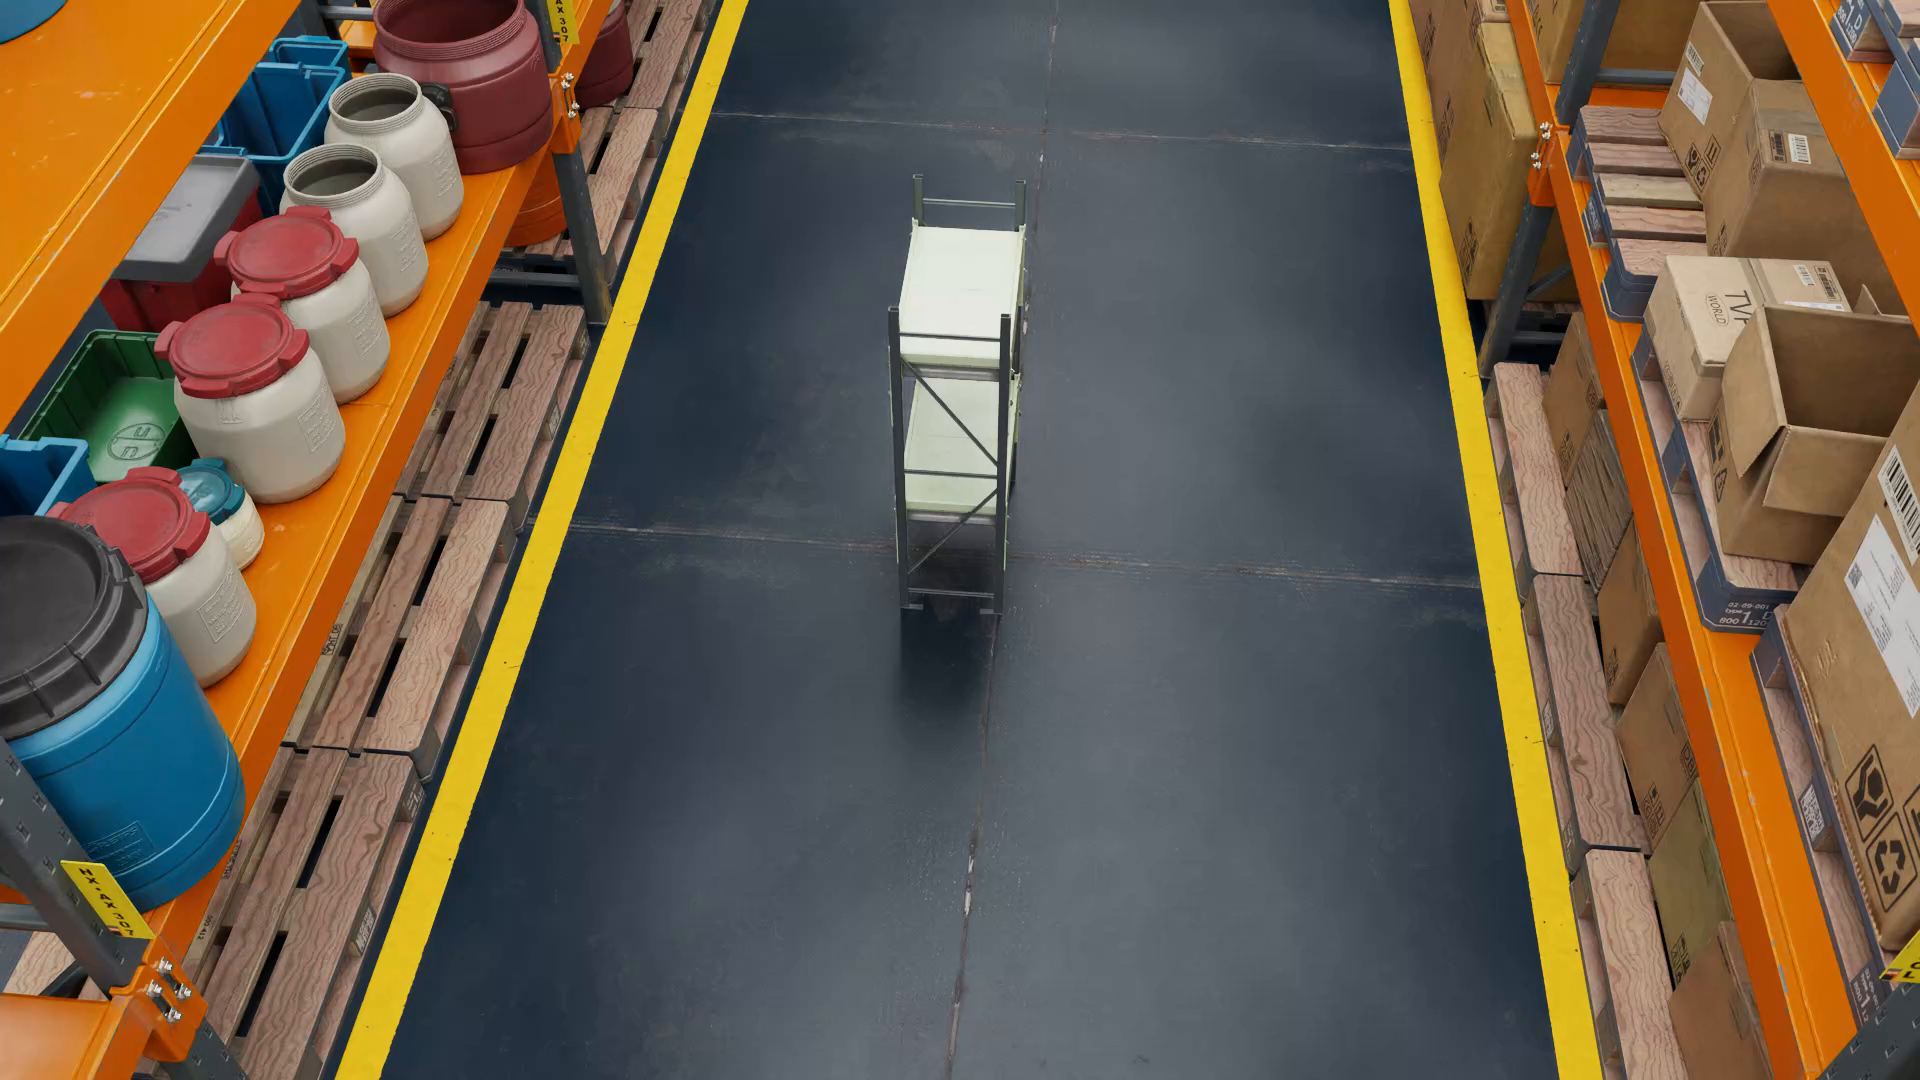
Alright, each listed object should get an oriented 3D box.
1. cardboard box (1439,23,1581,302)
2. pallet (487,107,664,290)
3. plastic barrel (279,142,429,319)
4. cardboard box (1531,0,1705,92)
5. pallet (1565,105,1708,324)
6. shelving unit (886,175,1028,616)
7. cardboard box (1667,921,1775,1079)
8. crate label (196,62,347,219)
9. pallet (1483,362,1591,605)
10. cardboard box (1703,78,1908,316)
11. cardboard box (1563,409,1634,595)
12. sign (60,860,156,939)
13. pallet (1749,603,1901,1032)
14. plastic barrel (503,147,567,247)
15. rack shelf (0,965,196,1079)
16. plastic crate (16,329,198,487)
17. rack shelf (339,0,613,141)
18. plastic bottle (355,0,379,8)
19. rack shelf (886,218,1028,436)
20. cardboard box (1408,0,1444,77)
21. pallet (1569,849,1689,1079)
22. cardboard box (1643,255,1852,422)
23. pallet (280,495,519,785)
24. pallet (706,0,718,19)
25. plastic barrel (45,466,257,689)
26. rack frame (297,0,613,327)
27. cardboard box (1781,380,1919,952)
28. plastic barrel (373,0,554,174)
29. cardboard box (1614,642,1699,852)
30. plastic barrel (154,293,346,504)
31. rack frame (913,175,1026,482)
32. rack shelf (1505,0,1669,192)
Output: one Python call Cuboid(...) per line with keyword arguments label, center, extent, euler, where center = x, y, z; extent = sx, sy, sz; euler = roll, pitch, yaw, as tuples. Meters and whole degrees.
Cuboid(label="cardboard box", center=(2.900, -1.668, 7.398), extent=(1.225, 0.875, 0.875), euler=(2, 48, 2))
Cuboid(label="pallet", center=(-2.086, -1.712, 8.172), extent=(1.003, 0.211, 1.213), euler=(4, 48, 4))
Cuboid(label="plastic barrel", center=(-2.035, -1.028, 5.582), extent=(0.421, 0.512, 0.421), euler=(0, 48, 0))
Cuboid(label="cardboard box", center=(2.615, -2.150, 6.616), extent=(0.500, 0.500, 0.500), euler=(5, 48, 5))
Cuboid(label="pallet", center=(2.858, -1.142, 5.892), extent=(1.213, 0.211, 1.003), euler=(4, 48, 4))
Cuboid(label="shelving unit", center=(-0.001, -0.501, 6.192), extent=(0.431, 1.500, 0.755), euler=(4, 48, 4))
Cuboid(label="cardboard box", center=(2.529, 1.447, 4.789), extent=(0.700, 0.500, 0.500), euler=(1, 48, 1))
Cuboid(label="crate label", center=(-2.476, -1.371, 5.947), extent=(0.502, 0.435, 0.616), euler=(4, 48, 4))
Cuboid(label="pallet", center=(2.744, -0.222, 6.810), extent=(1.003, 0.211, 1.213), euler=(4, 48, 4))
Cuboid(label="cardboard box", center=(2.856, -1.096, 5.368), extent=(0.700, 0.500, 0.500), euler=(10, 48, 9))
Cuboid(label="cardboard box", center=(2.737, -0.140, 6.241), extent=(0.700, 0.500, 0.500), euler=(0, 48, 0))
Cuboid(label="sign", center=(-1.934, 0.821, 3.779), extent=(0.100, 0.325, 0.005), euler=(4, 48, 4))
Cuboid(label="pallet", center=(2.666, 0.715, 4.193), extent=(1.003, 0.211, 1.213), euler=(4, 48, 4))
Cuboid(label="plastic barrel", center=(-2.088, -1.840, 7.587), extent=(0.600, 0.830, 0.708), euler=(4, 48, 4))
Cuboid(label="rack shelf", center=(-2.663, 2.581, 2.844), extent=(1.077, 0.370, 4.000), euler=(4, 48, 4))
Cuboid(label="plastic crate", center=(-2.603, -0.358, 5.189), extent=(0.450, 0.188, 0.662), euler=(4, 48, 4))
Cuboid(label="rack shelf", center=(-1.934, -3.297, 8.221), extent=(1.077, 0.370, 4.000), euler=(4, 48, 4))
Cuboid(label="plastic bottle", center=(-2.504, -2.357, 6.952), extent=(0.061, 0.283, 0.133), euler=(4, 48, 4))
Cuboid(label="rack shelf", center=(-0.001, -0.765, 5.904), extent=(0.431, 0.370, 0.720), euler=(4, 48, 4))
Cuboid(label="cardboard box", center=(3.062, -2.973, 8.592), extent=(1.225, 0.875, 0.875), euler=(2, 48, 2))
Cuboid(label="pallet", center=(2.521, 1.571, 5.170), extent=(1.003, 0.211, 1.213), euler=(4, 48, 4))
Cuboid(label="cardboard box", center=(2.435, -0.612, 5.094), extent=(0.500, 0.250, 0.500), euler=(3, 48, 2))
Cuboid(label="pallet", center=(-2.339, 0.331, 6.304), extent=(1.003, 0.211, 1.213), euler=(4, 48, 4))
Cuboid(label="pallet", center=(-1.863, -3.505, 9.812), extent=(1.003, 0.211, 1.213), euler=(4, 48, 4))
Cuboid(label="plastic barrel", center=(-2.175, 0.135, 4.502), extent=(0.433, 0.535, 0.433), euler=(0, 48, 0))
Cuboid(label="rack frame", center=(-2.116, -2.070, 6.611), extent=(1.000, 3.000, 0.127), euler=(4, 48, 4))
Cuboid(label="cardboard box", center=(2.664, 0.283, 3.767), extent=(1.000, 1.000, 1.000), euler=(4, 48, 4))
Cuboid(label="plastic barrel", center=(-1.857, -1.755, 6.230), extent=(0.600, 0.536, 0.708), euler=(4, 48, 4))
Cuboid(label="cardboard box", center=(2.642, 0.687, 5.485), extent=(0.700, 0.500, 0.500), euler=(0, 48, 0))
Cuboid(label="plastic barrel", center=(-2.108, -0.404, 4.995), extent=(0.433, 0.535, 0.433), euler=(0, 48, 0))
Cuboid(label="rack frame", center=(0.033, -0.770, 6.438), extent=(0.400, 1.500, 0.023), euler=(4, 48, 4))
Cuboid(label="rack shelf", center=(2.999, -2.964, 7.916), extent=(1.077, 0.370, 4.000), euler=(4, 48, 4))
